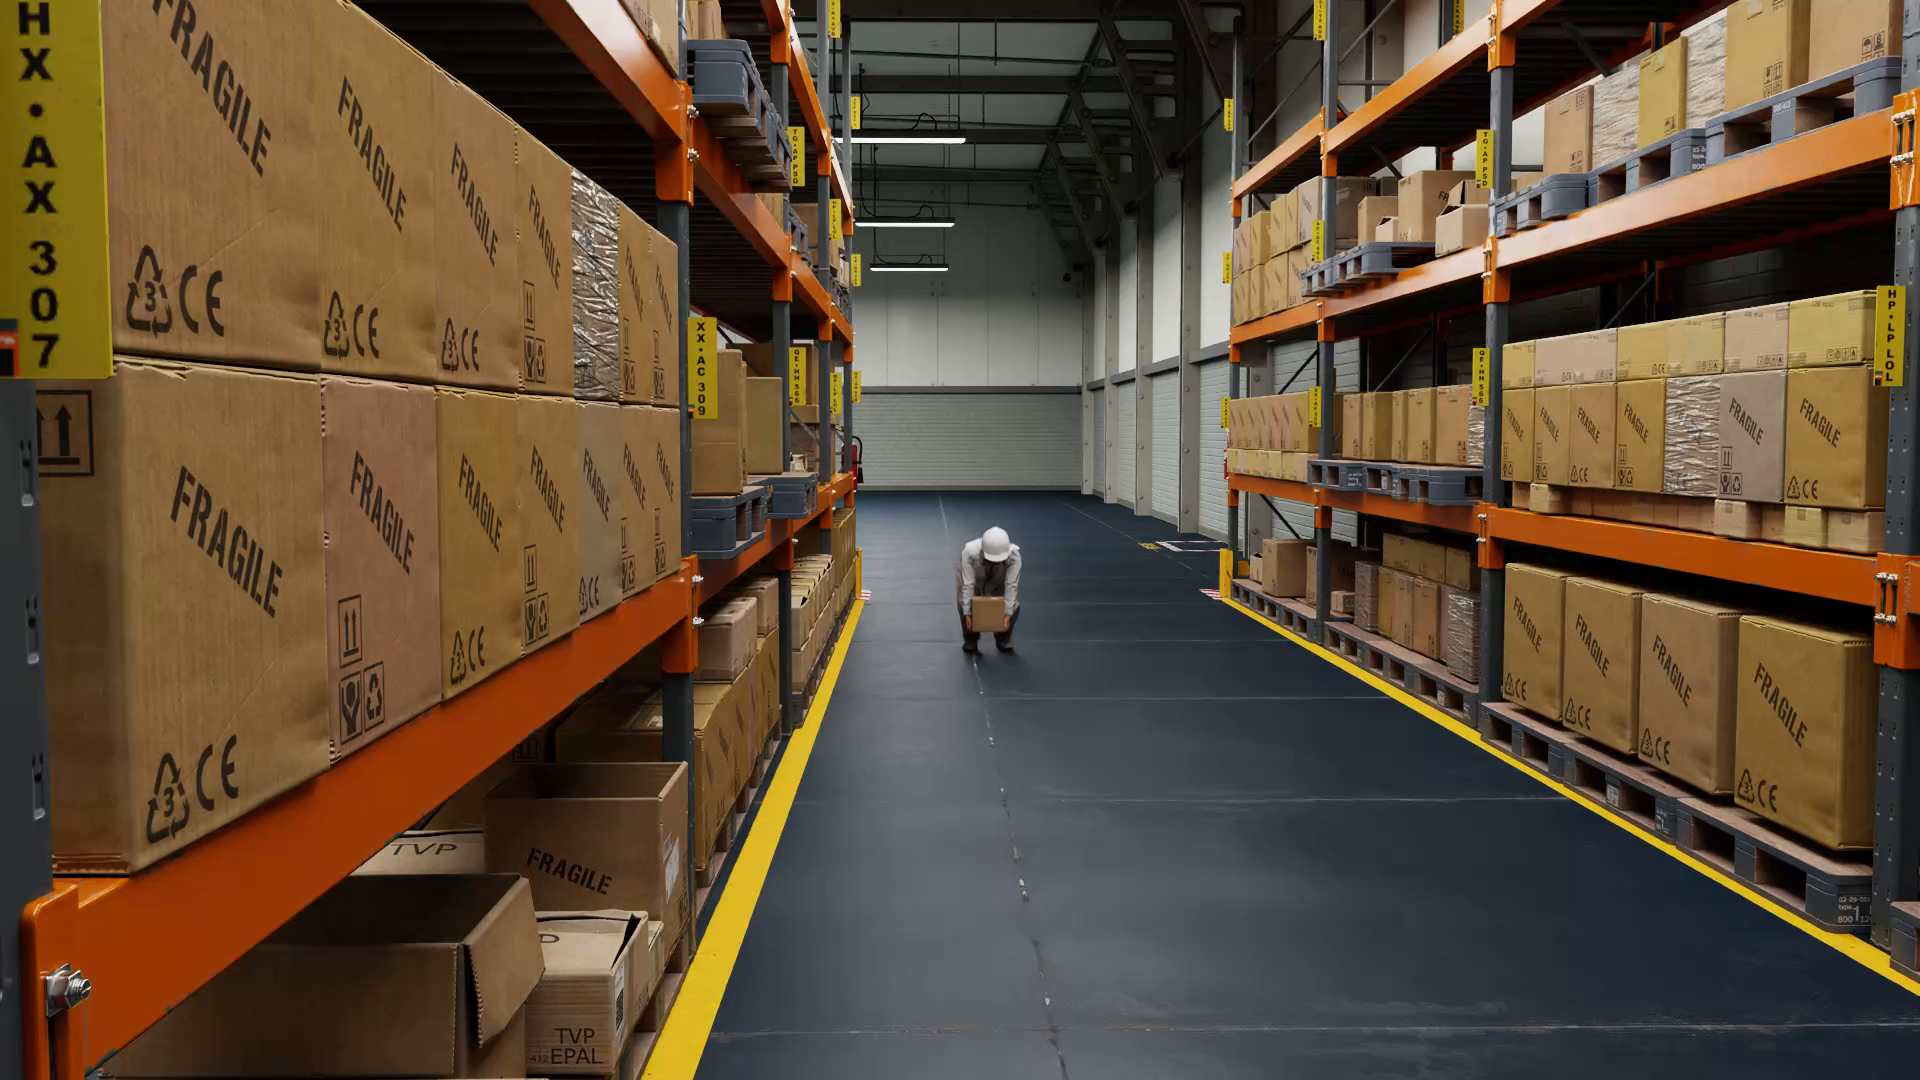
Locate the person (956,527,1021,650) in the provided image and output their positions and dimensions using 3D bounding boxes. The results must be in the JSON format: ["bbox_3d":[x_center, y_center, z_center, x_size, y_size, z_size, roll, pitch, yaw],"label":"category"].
[{"bbox_3d":[0.225,0.380,13.174,0.500,1.005,0.912,0,4,-3],"label":"person"}]
